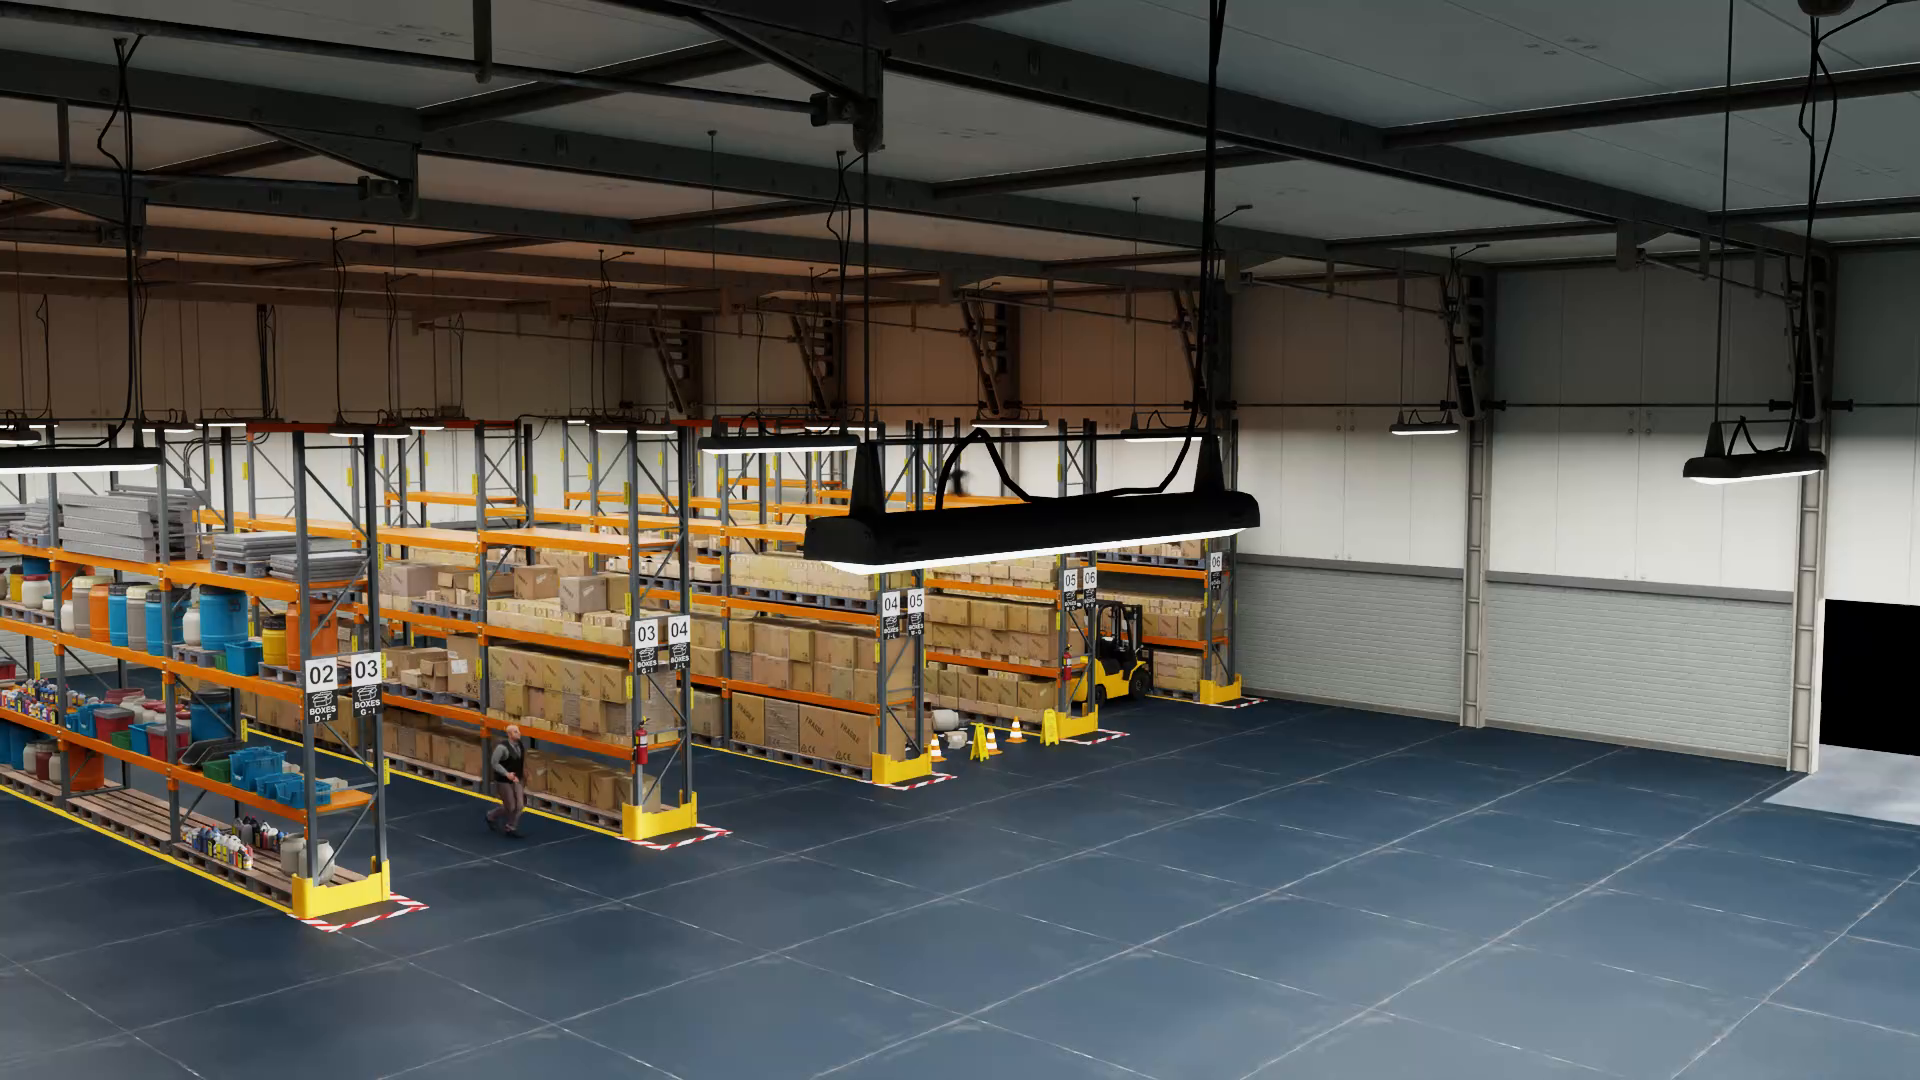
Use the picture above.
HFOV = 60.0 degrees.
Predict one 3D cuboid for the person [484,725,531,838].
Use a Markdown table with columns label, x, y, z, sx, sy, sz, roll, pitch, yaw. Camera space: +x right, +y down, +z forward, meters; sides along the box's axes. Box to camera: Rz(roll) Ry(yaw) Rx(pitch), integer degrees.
| label | x | y | z | sx | sy | sz | roll | pitch | yaw |
| --- | --- | --- | --- | --- | --- | --- | --- | --- | --- |
| person | -6.652 | 3.520 | 24.364 | 0.680 | 1.672 | 0.658 | 3 | 5 | 29 |
